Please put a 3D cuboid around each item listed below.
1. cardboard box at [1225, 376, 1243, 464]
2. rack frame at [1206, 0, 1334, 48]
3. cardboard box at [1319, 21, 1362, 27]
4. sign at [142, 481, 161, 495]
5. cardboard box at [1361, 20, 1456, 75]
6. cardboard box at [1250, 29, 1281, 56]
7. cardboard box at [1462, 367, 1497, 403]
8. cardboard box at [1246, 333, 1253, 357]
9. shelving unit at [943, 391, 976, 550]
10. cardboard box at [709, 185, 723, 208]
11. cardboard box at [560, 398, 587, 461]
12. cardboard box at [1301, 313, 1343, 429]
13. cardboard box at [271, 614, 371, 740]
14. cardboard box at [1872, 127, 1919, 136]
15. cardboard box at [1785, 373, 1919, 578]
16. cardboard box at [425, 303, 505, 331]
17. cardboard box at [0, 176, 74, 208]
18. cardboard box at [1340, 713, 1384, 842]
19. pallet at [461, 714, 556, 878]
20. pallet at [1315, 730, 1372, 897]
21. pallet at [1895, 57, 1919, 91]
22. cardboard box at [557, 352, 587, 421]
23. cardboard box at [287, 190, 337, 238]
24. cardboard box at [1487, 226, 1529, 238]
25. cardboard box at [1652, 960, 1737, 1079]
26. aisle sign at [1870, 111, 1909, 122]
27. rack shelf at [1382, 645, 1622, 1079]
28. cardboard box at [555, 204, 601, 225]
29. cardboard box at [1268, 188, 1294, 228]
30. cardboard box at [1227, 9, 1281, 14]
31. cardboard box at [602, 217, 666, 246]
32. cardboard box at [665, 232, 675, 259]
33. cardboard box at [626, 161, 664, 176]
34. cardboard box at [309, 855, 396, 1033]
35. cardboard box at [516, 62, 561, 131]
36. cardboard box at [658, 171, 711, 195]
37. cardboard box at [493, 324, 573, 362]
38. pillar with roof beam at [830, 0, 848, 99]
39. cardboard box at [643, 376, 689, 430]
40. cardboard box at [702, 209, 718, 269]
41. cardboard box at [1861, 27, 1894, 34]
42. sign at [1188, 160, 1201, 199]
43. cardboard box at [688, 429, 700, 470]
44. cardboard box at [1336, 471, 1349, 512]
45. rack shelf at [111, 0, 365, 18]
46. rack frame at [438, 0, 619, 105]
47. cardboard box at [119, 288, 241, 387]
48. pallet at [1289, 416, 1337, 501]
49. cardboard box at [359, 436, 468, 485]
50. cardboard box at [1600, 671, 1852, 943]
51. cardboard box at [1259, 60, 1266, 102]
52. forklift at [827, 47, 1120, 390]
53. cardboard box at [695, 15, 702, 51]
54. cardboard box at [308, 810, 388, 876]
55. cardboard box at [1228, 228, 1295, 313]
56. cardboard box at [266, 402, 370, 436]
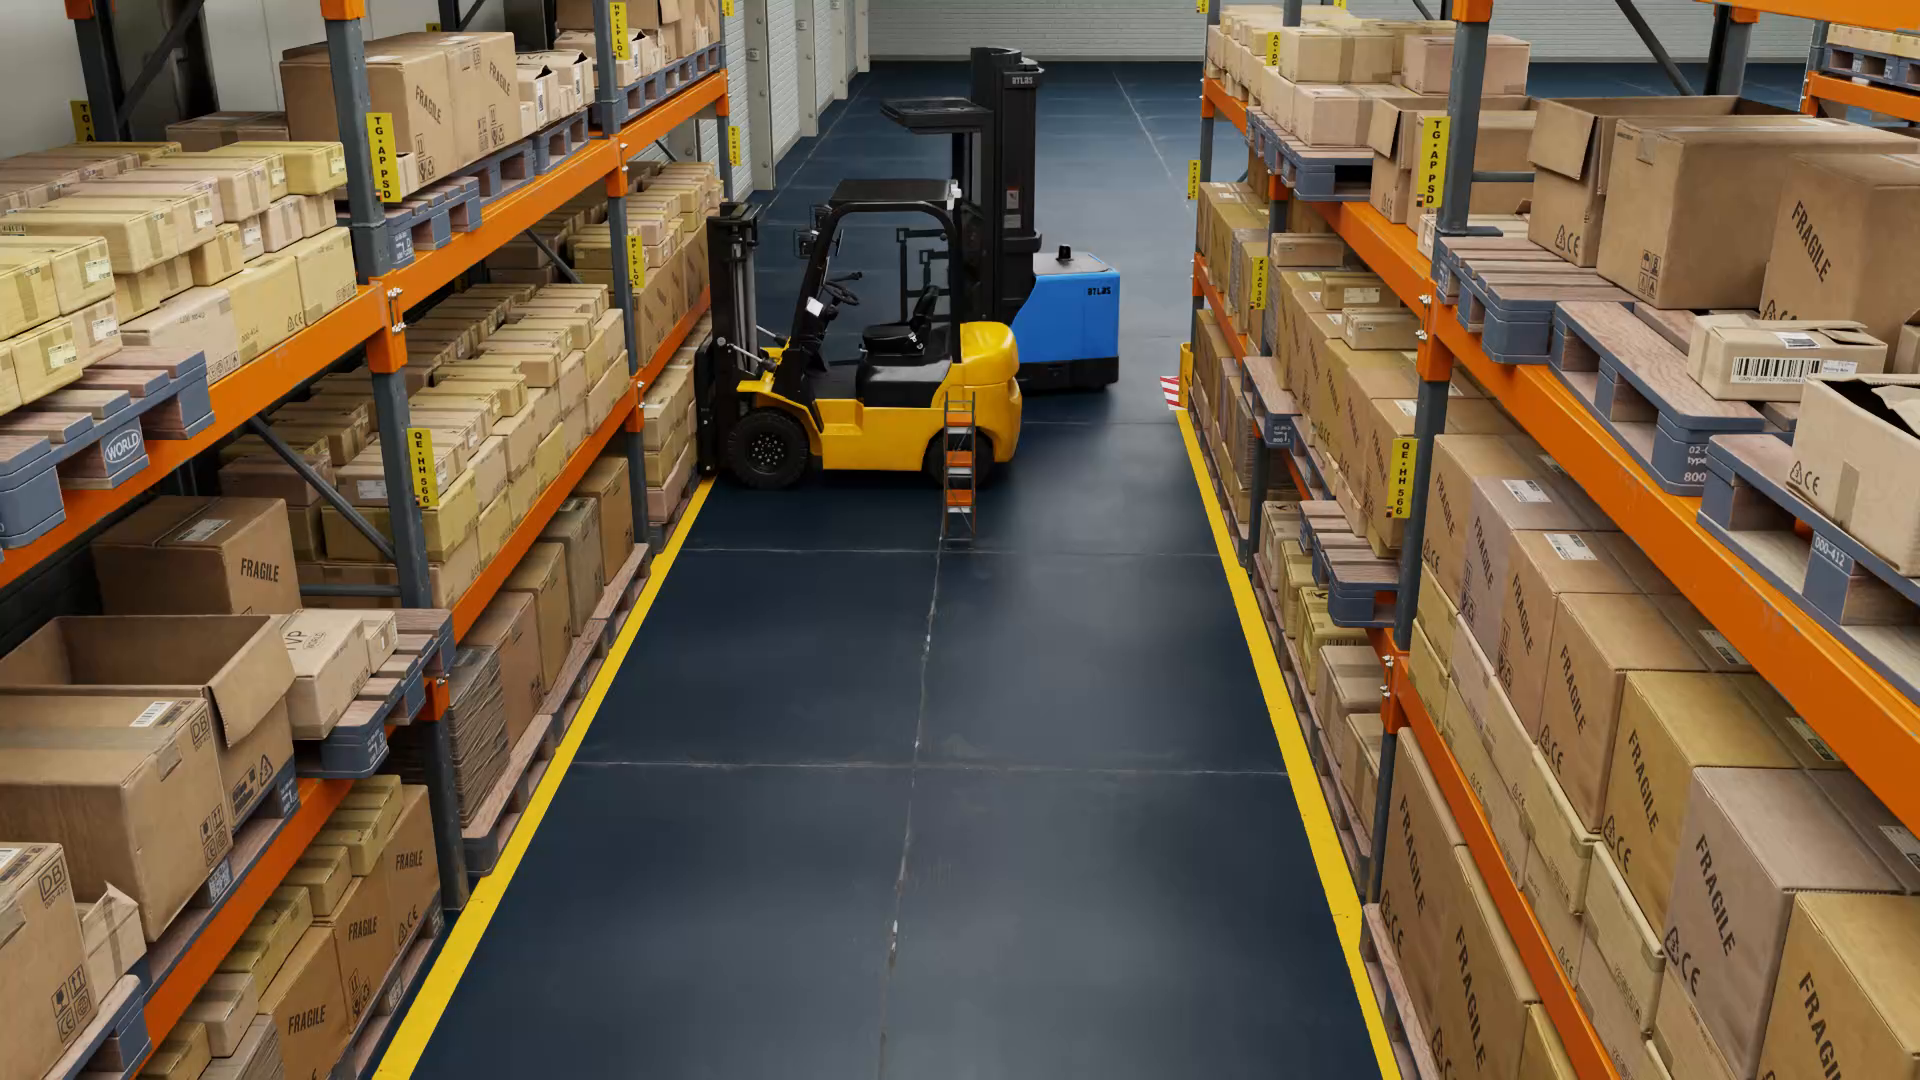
[{"bbox_3d":[2.160,-0.845,11.743,0.500,0.500,0.500,1,21,3],"label":"cardboard box"},{"bbox_3d":[2.518,-5.424,13.067,1.000,3.000,0.127,1,21,2],"label":"rack frame"},{"bbox_3d":[2.697,-3.507,11.518,0.380,0.149,0.250,1,21,3],"label":"cardboard box"},{"bbox_3d":[-3.242,-0.332,6.638,0.100,0.325,0.005,1,21,2],"label":"sign"},{"bbox_3d":[2.506,-2.727,9.199,0.500,0.250,0.500,1,21,3],"label":"cardboard box"},{"bbox_3d":[2.093,-3.234,10.815,0.380,0.149,0.250,1,21,3],"label":"cardboard box"},{"bbox_3d":[2.528,-0.464,7.448,0.500,0.500,0.500,2,21,4],"label":"cardboard box"},{"bbox_3d":[2.102,-1.273,11.011,0.380,0.149,0.250,1,21,3],"label":"cardboard box"},{"bbox_3d":[-0.002,-0.470,11.289,0.215,1.050,0.252,1,21,2],"label":"shelving unit"},{"bbox_3d":[-2.152,-2.808,13.584,0.380,0.149,0.250,1,21,2],"label":"cardboard box"},{"bbox_3d":[-2.375,-0.618,9.181,0.500,0.250,0.500,1,21,2],"label":"cardboard box"},{"bbox_3d":[2.047,-0.850,8.442,0.500,0.500,0.500,0,21,-1],"label":"cardboard box"},{"bbox_3d":[-2.396,0.472,5.793,0.500,0.250,0.500,0,21,-1],"label":"cardboard box"},{"bbox_3d":[7.419,-3.048,13.539,0.875,0.550,0.550,1,21,2],"label":"cardboard box"},{"bbox_3d":[1.970,-0.162,3.194,0.500,0.311,0.500,1,21,2],"label":"cardboard box"},{"bbox_3d":[-2.859,-1.271,9.624,0.380,0.149,0.250,1,21,1],"label":"cardboard box"},{"bbox_3d":[-2.978,-1.032,5.141,0.380,0.149,0.250,1,21,3],"label":"cardboard box"},{"bbox_3d":[2.302,1.091,7.623,0.950,0.372,0.625,-1,21,-2],"label":"cardboard box"},{"bbox_3d":[-2.623,1.215,8.105,1.003,0.211,1.213,1,21,2],"label":"pallet"},{"bbox_3d":[2.300,1.283,7.930,1.003,0.211,1.213,1,21,2],"label":"pallet"},{"bbox_3d":[7.422,-3.255,11.748,1.003,0.211,1.213,1,21,2],"label":"pallet"},{"bbox_3d":[-2.355,-0.846,9.078,0.500,0.250,0.500,1,21,3],"label":"cardboard box"},{"bbox_3d":[-2.457,-1.171,5.910,0.380,0.149,0.250,1,21,3],"label":"cardboard box"},{"bbox_3d":[2.074,-1.132,6.499,0.380,0.149,0.250,1,21,2],"label":"cardboard box"},{"bbox_3d":[1.931,1.206,3.790,0.500,0.250,0.500,1,21,3],"label":"cardboard box"},{"bbox_3d":[7.771,-3.843,13.693,0.394,0.787,0.004,1,21,2],"label":"aisle sign"},{"bbox_3d":[2.214,1.324,4.964,1.077,0.370,4.000,1,21,2],"label":"rack shelf"},{"bbox_3d":[-2.786,-2.303,11.871,0.380,0.149,0.250,0,21,1],"label":"cardboard box"},{"bbox_3d":[2.631,-2.544,12.006,0.700,0.500,0.500,1,21,1],"label":"cardboard box"},{"bbox_3d":[2.242,-3.972,12.719,0.380,0.149,0.250,1,21,2],"label":"cardboard box"},{"bbox_3d":[-2.232,-2.113,11.382,0.380,0.149,0.250,1,21,3],"label":"cardboard box"},{"bbox_3d":[-2.215,-2.066,11.673,0.380,0.149,0.250,0,21,1],"label":"cardboard box"},{"bbox_3d":[-2.667,-3.049,13.793,0.380,0.149,0.250,0,21,1],"label":"cardboard box"},{"bbox_3d":[-2.511,1.518,6.344,0.500,0.500,0.500,0,21,1],"label":"cardboard box"},{"bbox_3d":[-2.367,-2.291,8.545,0.500,0.311,0.500,0,21,0],"label":"cardboard box"},{"bbox_3d":[-2.201,-2.851,13.285,0.380,0.149,0.250,1,21,3],"label":"cardboard box"},{"bbox_3d":[-2.350,-1.085,9.143,0.380,0.149,0.250,0,21,0],"label":"cardboard box"},{"bbox_3d":[1.667,-13.865,34.823,9.100,9.000,0.400,1,21,2],"label":"pillar with roof beam"},{"bbox_3d":[-2.211,-0.970,11.720,0.500,0.250,0.500,1,21,2],"label":"cardboard box"},{"bbox_3d":[-2.221,-2.358,13.322,0.500,0.500,0.500,1,21,3],"label":"cardboard box"},{"bbox_3d":[7.183,-3.963,12.527,0.500,0.250,0.500,0,21,1],"label":"cardboard box"},{"bbox_3d":[1.975,-3.036,14.011,0.100,0.325,0.005,1,21,2],"label":"sign"},{"bbox_3d":[-2.220,-0.689,12.377,0.500,0.250,0.500,1,21,3],"label":"cardboard box"},{"bbox_3d":[1.964,-0.214,7.701,0.380,0.149,0.250,0,21,-1],"label":"cardboard box"},{"bbox_3d":[-2.626,-2.786,7.815,1.077,0.370,4.000,1,21,2],"label":"rack shelf"},{"bbox_3d":[-2.565,-4.031,9.477,1.000,3.000,0.127,1,21,2],"label":"rack frame"},{"bbox_3d":[-2.490,-0.565,4.899,0.500,0.250,0.500,1,21,2],"label":"cardboard box"},{"bbox_3d":[2.294,-0.361,8.578,1.003,0.211,1.213,1,21,2],"label":"pallet"},{"bbox_3d":[-2.376,-0.345,7.236,0.380,0.149,0.250,1,21,3],"label":"cardboard box"},{"bbox_3d":[1.959,0.665,4.148,0.500,0.500,0.500,1,21,3],"label":"cardboard box"},{"bbox_3d":[2.140,-2.811,10.276,0.500,0.250,0.500,0,21,1],"label":"cardboard box"},{"bbox_3d":[-0.142,-2.773,14.625,3.031,2.935,1.130,-5,22,-13],"label":"forklift"},{"bbox_3d":[-2.173,-3.863,12.660,0.396,0.266,0.258,1,21,2],"label":"cardboard box"},{"bbox_3d":[-2.426,1.160,6.371,0.380,0.149,0.250,0,21,-1],"label":"cardboard box"},{"bbox_3d":[2.181,-1.903,11.737,0.500,0.500,0.500,1,21,3],"label":"cardboard box"},{"bbox_3d":[-2.977,-0.535,7.725,0.380,0.149,0.250,0,21,1],"label":"cardboard box"}]
